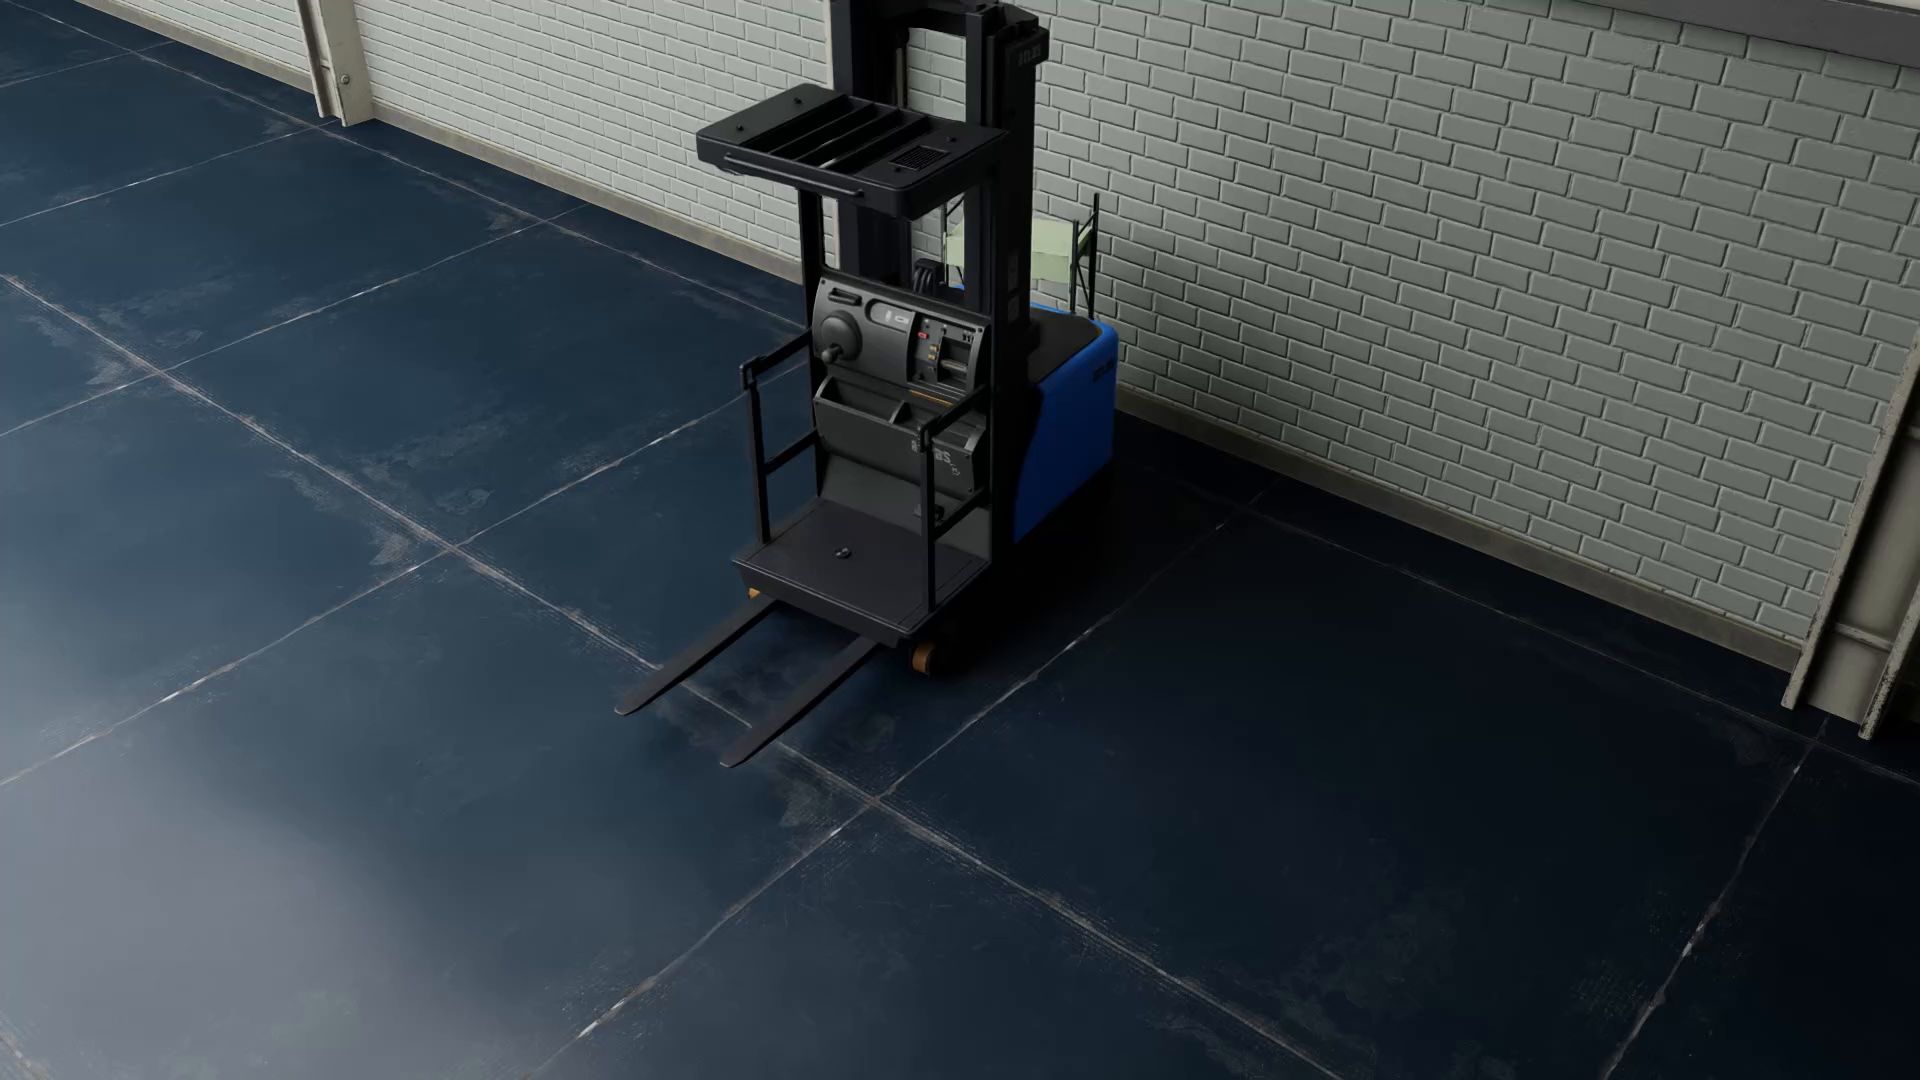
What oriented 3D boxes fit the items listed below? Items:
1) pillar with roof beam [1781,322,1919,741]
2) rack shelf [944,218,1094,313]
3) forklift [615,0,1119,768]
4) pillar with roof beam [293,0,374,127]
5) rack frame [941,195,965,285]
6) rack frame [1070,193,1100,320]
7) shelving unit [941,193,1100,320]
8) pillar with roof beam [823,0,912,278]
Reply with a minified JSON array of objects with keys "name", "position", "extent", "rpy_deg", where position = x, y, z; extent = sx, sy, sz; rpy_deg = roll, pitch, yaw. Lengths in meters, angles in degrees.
[{"name":"pillar with roof beam","position":[1.305,-1.066,2.436],"extent":[0.400,9.000,9.100],"rpy_deg":[25,42,32]},{"name":"rack shelf","position":[0.323,-1.527,9.042],"extent":[0.720,0.370,0.431],"rpy_deg":[12,36,17]},{"name":"forklift","position":[-0.407,-0.877,7.520],"extent":[1.130,2.935,3.031],"rpy_deg":[21,40,27]},{"name":"pillar with roof beam","position":[-7.918,-5.413,8.765],"extent":[0.400,9.000,9.100],"rpy_deg":[25,42,32]},{"name":"rack frame","position":[-0.019,-1.280,9.371],"extent":[0.023,1.500,0.400],"rpy_deg":[12,36,17]},{"name":"rack frame","position":[0.665,-1.131,9.155],"extent":[0.023,1.500,0.400],"rpy_deg":[12,36,17]},{"name":"shelving unit","position":[0.323,-1.206,9.263],"extent":[0.755,1.500,0.431],"rpy_deg":[12,36,17]},{"name":"pillar with roof beam","position":[-3.306,-3.240,5.600],"extent":[0.400,9.000,9.100],"rpy_deg":[25,42,32]}]
